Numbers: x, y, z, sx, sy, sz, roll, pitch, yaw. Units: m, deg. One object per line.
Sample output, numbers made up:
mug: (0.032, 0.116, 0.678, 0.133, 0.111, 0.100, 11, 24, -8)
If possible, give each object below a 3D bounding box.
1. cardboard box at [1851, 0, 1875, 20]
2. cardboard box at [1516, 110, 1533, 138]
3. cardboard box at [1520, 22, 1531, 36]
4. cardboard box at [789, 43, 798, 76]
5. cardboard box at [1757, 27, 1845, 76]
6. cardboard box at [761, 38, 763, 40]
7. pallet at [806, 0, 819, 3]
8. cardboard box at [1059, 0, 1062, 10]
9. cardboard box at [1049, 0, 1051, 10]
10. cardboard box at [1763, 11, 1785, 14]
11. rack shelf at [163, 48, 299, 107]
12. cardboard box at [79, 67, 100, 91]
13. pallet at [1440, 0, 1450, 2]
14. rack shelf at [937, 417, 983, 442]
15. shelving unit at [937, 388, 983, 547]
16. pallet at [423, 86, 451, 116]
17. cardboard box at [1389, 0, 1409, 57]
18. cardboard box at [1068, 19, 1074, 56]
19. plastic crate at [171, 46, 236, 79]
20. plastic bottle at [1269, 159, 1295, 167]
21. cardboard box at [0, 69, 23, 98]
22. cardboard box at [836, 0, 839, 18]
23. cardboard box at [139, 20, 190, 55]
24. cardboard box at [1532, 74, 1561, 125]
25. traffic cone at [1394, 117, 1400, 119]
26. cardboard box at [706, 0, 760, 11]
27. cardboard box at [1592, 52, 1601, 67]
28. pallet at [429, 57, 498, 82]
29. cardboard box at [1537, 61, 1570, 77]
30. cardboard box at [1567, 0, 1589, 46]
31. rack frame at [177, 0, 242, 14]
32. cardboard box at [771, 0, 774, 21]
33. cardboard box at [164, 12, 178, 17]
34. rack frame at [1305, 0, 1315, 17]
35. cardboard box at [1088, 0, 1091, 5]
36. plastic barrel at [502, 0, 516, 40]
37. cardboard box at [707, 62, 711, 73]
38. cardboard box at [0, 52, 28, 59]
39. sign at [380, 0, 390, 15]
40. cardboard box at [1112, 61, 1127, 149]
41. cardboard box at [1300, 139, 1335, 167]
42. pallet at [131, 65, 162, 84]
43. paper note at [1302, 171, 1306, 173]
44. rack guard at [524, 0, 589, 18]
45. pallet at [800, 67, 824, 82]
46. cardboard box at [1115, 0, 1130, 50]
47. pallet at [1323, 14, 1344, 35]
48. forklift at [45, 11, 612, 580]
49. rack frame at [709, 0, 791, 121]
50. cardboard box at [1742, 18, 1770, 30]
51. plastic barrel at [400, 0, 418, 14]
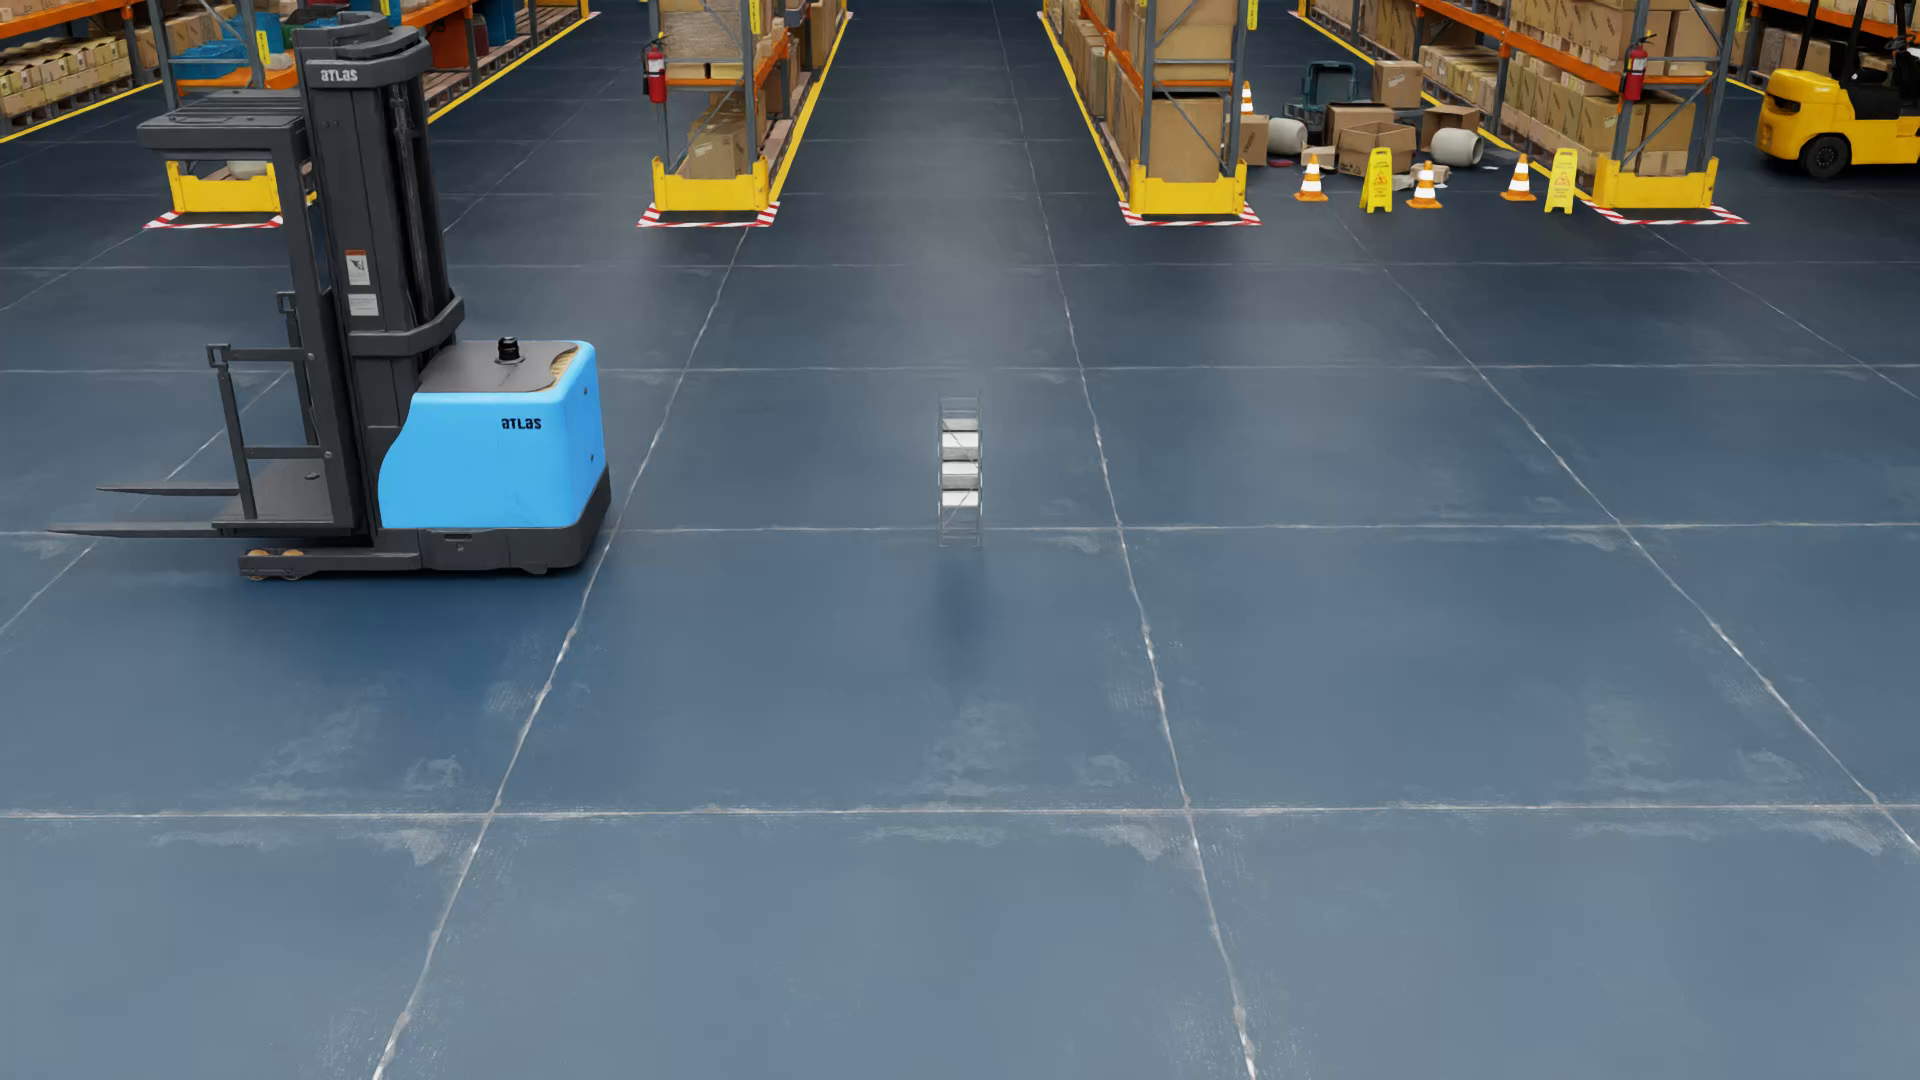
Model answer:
cardboard box: (11.951, -6.905, 21.560, 0.500, 0.250, 0.500, 0, 24, -1)
cardboard box: (7.019, -5.011, 20.016, 0.500, 0.250, 0.500, 1, 24, 2)
cardboard box: (7.003, -6.187, 20.094, 0.380, 0.149, 0.250, 0, 24, 1)
cardboard box: (-2.642, -6.697, 23.417, 0.700, 0.500, 0.500, -2, 24, -5)
cardboard box: (12.178, -7.061, 24.094, 0.875, 0.625, 0.625, 1, 24, 1)
cardboard box: (-2.420, -5.569, 18.727, 0.380, 0.149, 0.250, 0, 24, -1)
pallet: (-2.573, -7.759, 23.499, 1.213, 0.211, 1.003, 0, 24, -1)
cardboard box: (1.913, -9.285, 28.869, 0.380, 0.149, 0.250, 0, 24, -1)
cardboard box: (1.871, -10.092, 31.374, 0.380, 0.149, 0.250, 0, 24, 1)
cardboard box: (12.522, -8.097, 25.749, 0.380, 0.149, 0.250, -1, 24, -3)
rack shelf: (-7.575, -5.318, 18.741, 1.077, 0.370, 4.000, 0, 24, -1)
cardboard box: (-12.332, -6.400, 23.088, 0.500, 0.250, 0.500, 0, 24, 1)
pallet: (7.336, -7.804, 23.598, 1.213, 0.211, 1.003, 0, 24, -1)
rack shelf: (0.000, -0.629, 9.474, 0.258, 0.077, 0.200, 0, 24, -1)
shelving unit: (0.000, -0.413, 9.572, 0.258, 0.900, 0.210, 0, 24, -1)
pallet: (-7.660, -6.026, 22.818, 1.003, 0.211, 1.213, 0, 24, -1)
cardboard box: (7.292, -8.060, 26.001, 0.875, 0.875, 0.875, 0, 24, 0)
cardboard box: (1.981, -7.875, 26.046, 0.500, 0.500, 0.500, -1, 24, -3)
plastic crate: (-7.858, -4.958, 17.254, 0.499, 0.251, 0.616, 0, 24, -1)
plastic bottle: (3.759, -4.398, 19.400, 0.283, 0.061, 0.133, -9, 26, -19)
cardboard box: (-12.305, -5.814, 21.112, 0.500, 0.311, 0.500, 0, 24, 0)
cardboard box: (-2.678, -10.021, 30.337, 0.875, 0.875, 0.875, 0, 24, -1)
cardboard box: (-12.324, -7.770, 25.789, 0.500, 0.500, 0.500, -1, 24, -1)
cardboard box: (7.023, -5.138, 19.387, 0.500, 0.500, 0.500, 1, 24, 2)
traffic cone: (5.852, -5.885, 22.201, 0.336, 0.463, 0.334, 0, 24, -1)
cardboard box: (-2.334, -5.708, 17.035, 0.500, 0.500, 0.500, 0, 24, -1)
cardboard box: (6.996, -5.136, 17.772, 0.380, 0.149, 0.250, -1, 24, -1)
pallet: (-7.691, -7.172, 25.351, 1.003, 0.211, 1.213, 0, 24, -1)
cardboard box: (6.957, -5.493, 19.386, 0.380, 0.149, 0.250, 1, 24, 2)
cardboard box: (7.025, -5.704, 18.240, 0.500, 0.500, 0.500, 0, 24, -1)
rack frame: (-12.637, -9.745, 27.657, 1.000, 3.000, 0.127, 0, 24, -1)
cardboard box: (-2.701, -6.487, 19.971, 0.875, 0.500, 0.500, 0, 24, -1)
cardboard box: (-12.861, -8.181, 26.697, 0.500, 0.500, 0.500, 0, 24, 0)
rack frame: (7.135, -11.481, 31.495, 1.000, 3.000, 0.127, 0, 24, -1)
cardboard box: (2.022, -7.563, 22.710, 0.500, 0.500, 0.500, 0, 24, -1)
plastic barrel: (-7.695, -8.777, 27.553, 0.600, 0.901, 0.708, 0, 24, -1)
cardboard box: (-2.812, -4.949, 17.356, 0.380, 0.149, 0.250, 0, 24, -1)
cardboard box: (-12.858, -6.436, 22.486, 0.500, 0.311, 0.500, -1, 24, -1)
sign: (-7.046, -6.594, 20.353, 0.100, 0.325, 0.005, 0, 24, -1)
cardboard box: (2.267, -5.065, 19.377, 0.875, 0.875, 0.875, 0, 24, 0)
cardboard box: (4.177, -4.527, 19.437, 0.396, 0.266, 0.258, 4, 25, 9)
pallet: (-12.564, -7.134, 25.268, 1.003, 0.211, 1.213, 0, 24, -1)
paper note: (3.960, -4.228, 19.086, 0.032, 0.001, 0.123, 13, 27, 27)
rack guard: (-7.741, -10.285, 31.884, 1.175, 0.500, 0.348, 0, 24, -1)
pallet: (-2.621, -7.195, 25.402, 1.003, 0.211, 1.213, 0, 24, -1)
cardboard box: (2.250, -5.939, 19.060, 0.875, 0.550, 0.550, 0, 24, -1)
pallet: (7.232, -9.380, 30.233, 1.003, 0.211, 1.213, 0, 24, -1)
forklift: (-3.630, -1.330, 9.134, 3.031, 2.935, 1.130, 0, 24, 0)
rack frame: (-2.644, -6.492, 20.464, 1.000, 3.000, 0.127, 0, 24, -1)
cardboard box: (11.926, -7.759, 25.002, 0.380, 0.149, 0.250, -1, 24, -3)
plastic barrel: (-7.396, -7.229, 21.929, 0.433, 0.535, 0.433, 0, 24, 0)
